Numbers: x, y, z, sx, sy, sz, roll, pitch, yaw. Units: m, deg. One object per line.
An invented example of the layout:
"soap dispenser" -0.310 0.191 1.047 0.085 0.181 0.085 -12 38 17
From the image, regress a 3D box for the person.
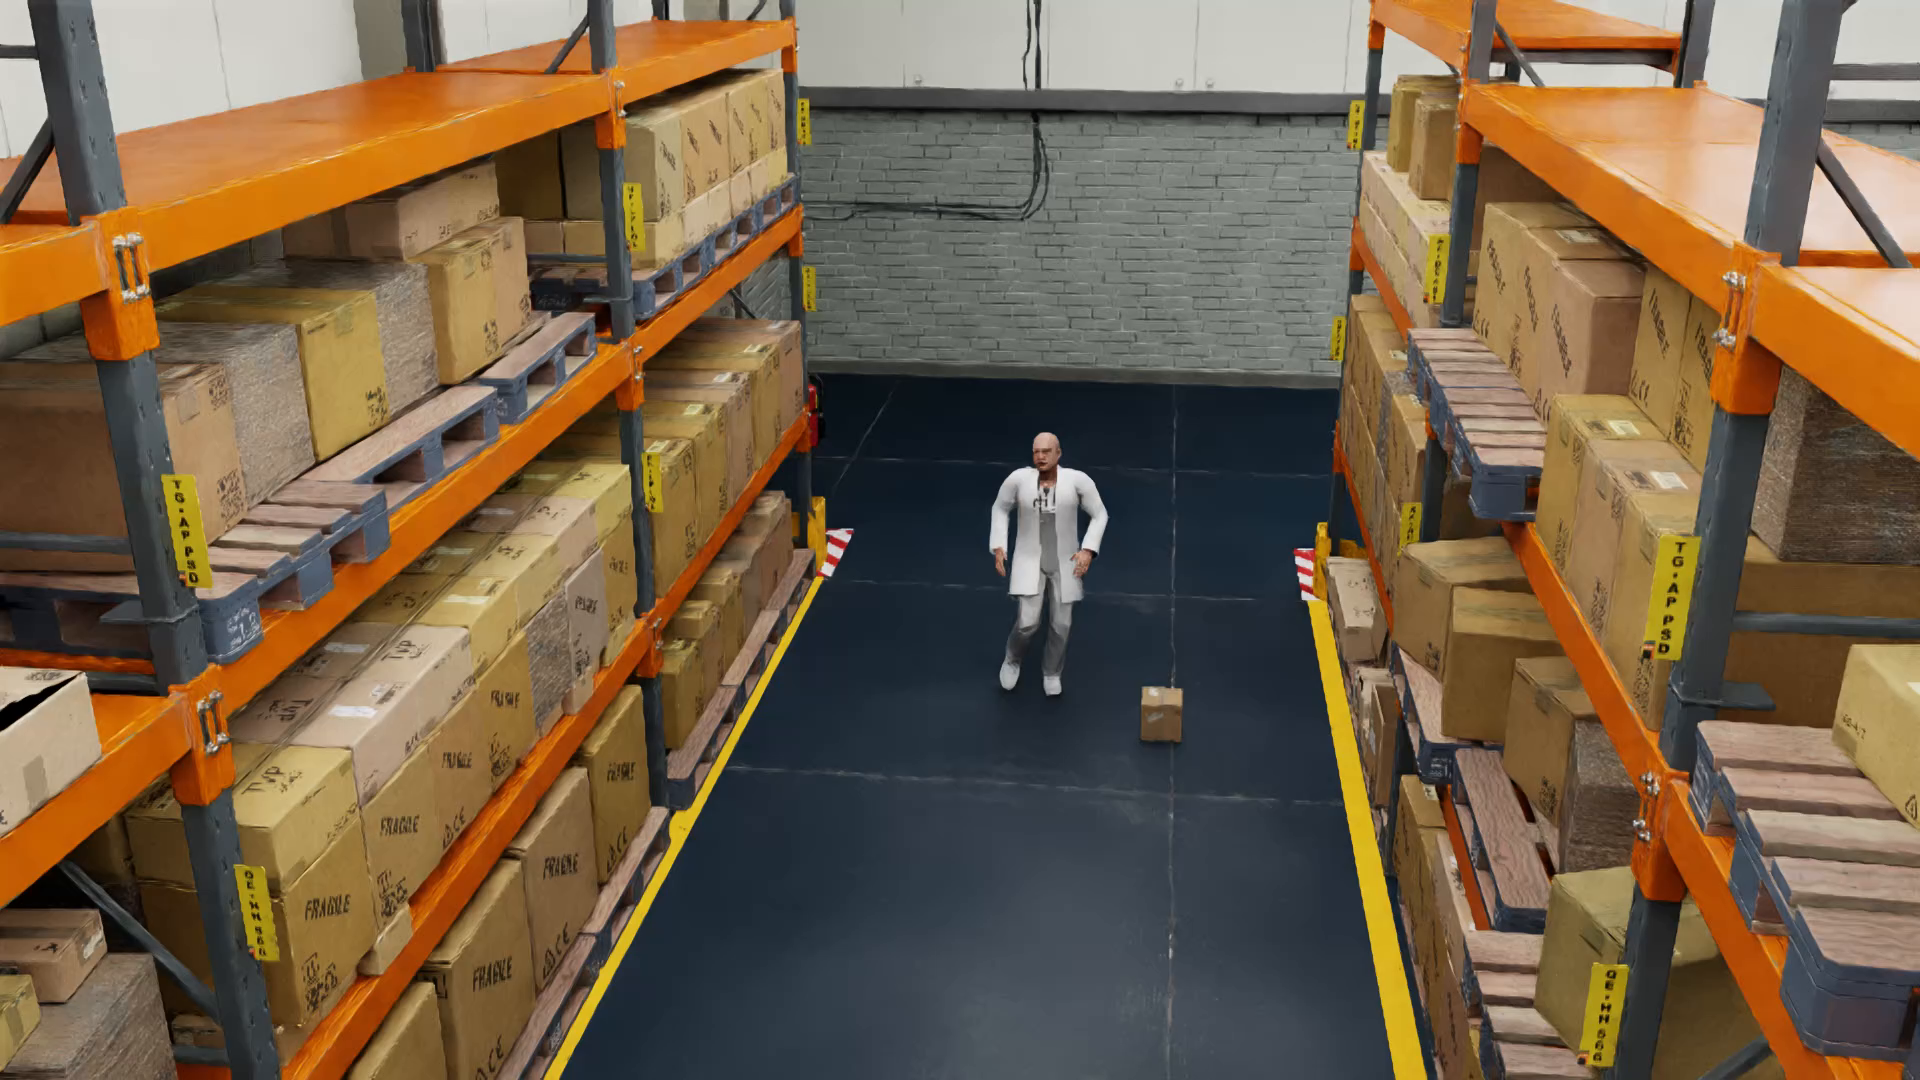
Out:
"person" 0.573 0.162 10.723 0.764 1.743 0.535 -1 21 -3
